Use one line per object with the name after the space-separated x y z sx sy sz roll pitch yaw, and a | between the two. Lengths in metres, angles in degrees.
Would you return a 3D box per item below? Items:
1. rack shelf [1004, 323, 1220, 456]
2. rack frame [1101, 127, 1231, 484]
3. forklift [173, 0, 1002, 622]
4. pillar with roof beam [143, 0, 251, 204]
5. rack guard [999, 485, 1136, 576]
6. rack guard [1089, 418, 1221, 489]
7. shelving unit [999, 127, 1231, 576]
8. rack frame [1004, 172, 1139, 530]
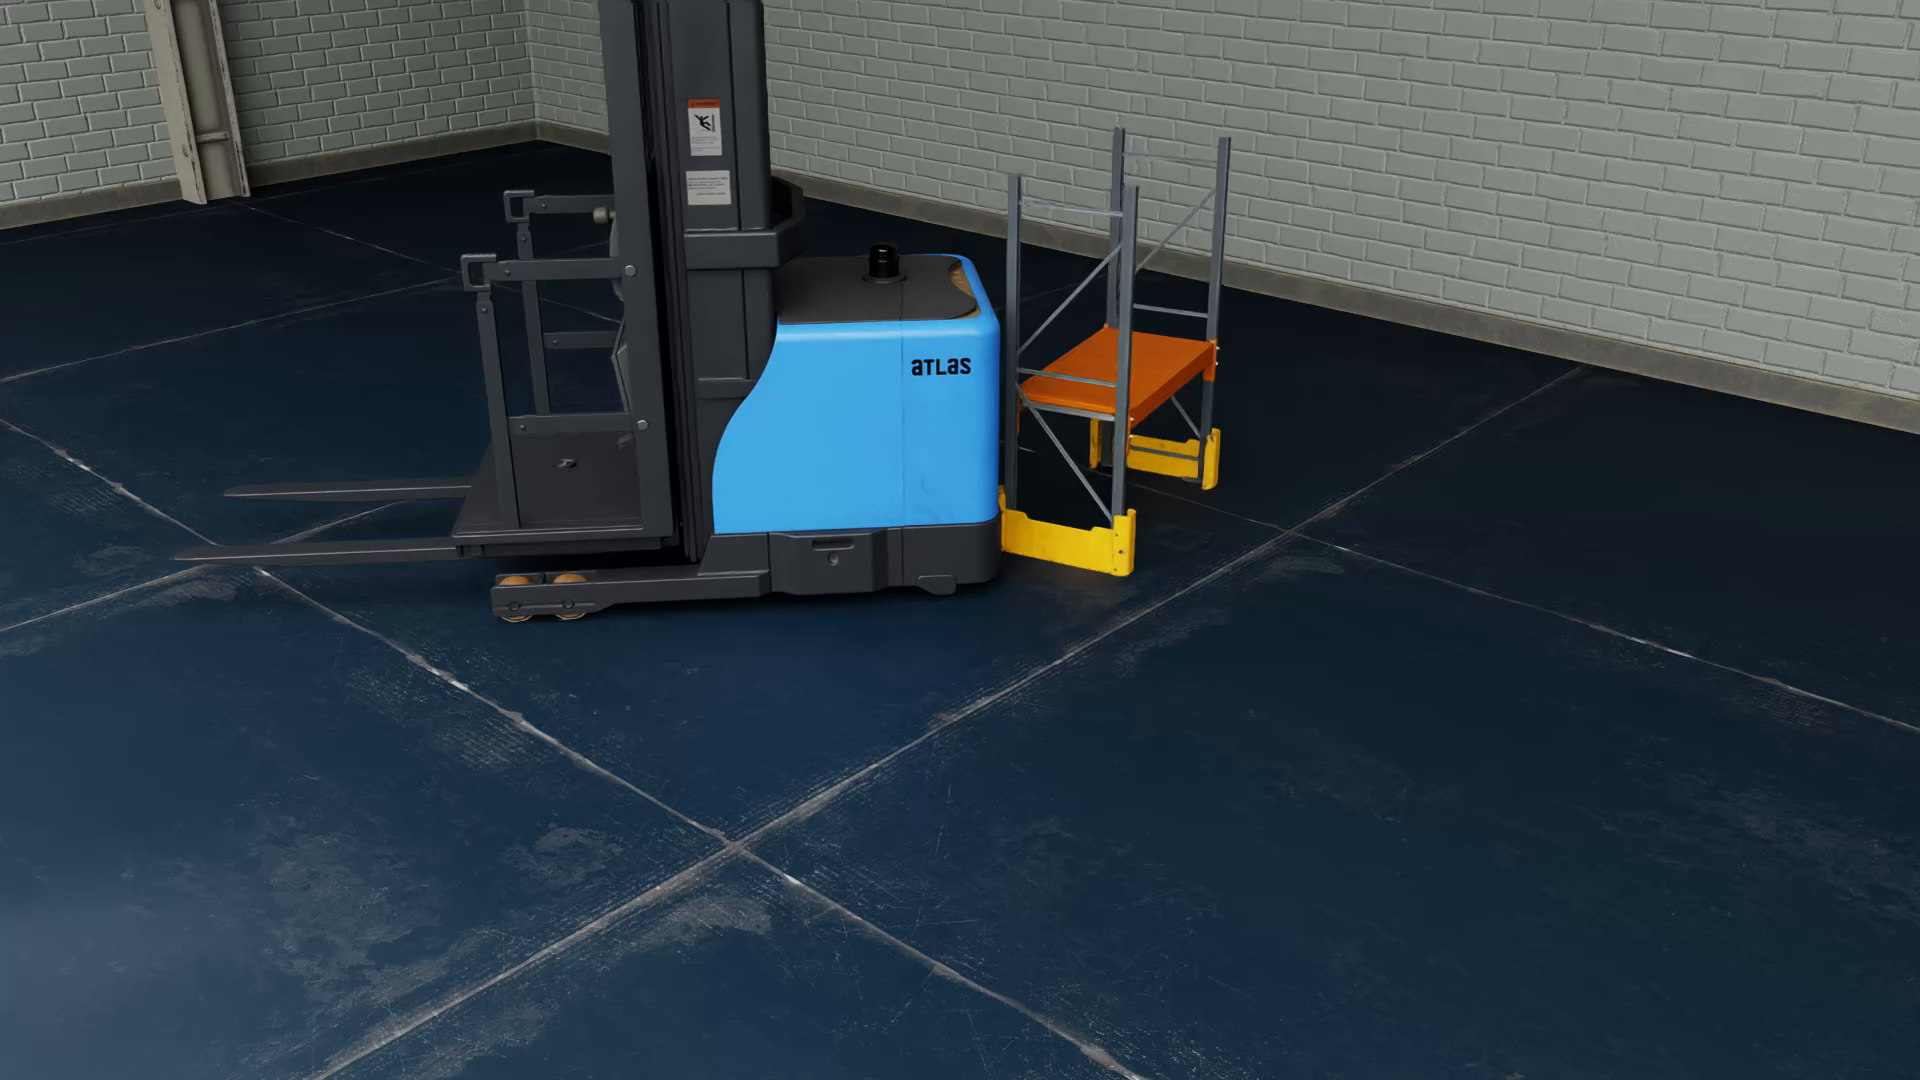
0.634 -0.632 6.766 0.538 0.185 1.000 12 27 24 | rack shelf
0.865 -0.981 7.105 0.500 1.500 0.032 12 27 24 | rack frame
-1.394 -1.264 5.986 3.031 2.935 1.130 -2 24 -5 | forklift
-2.383 -5.508 8.037 9.100 9.000 0.400 20 31 38 | pillar with roof beam
0.404 -0.041 6.535 0.587 0.250 0.087 12 27 24 | rack guard
0.856 -0.404 7.345 0.587 0.250 0.087 12 27 24 | rack guard
0.630 -0.793 6.685 0.587 1.500 1.083 12 27 24 | shelving unit
0.403 -0.611 6.279 0.500 1.500 0.032 12 27 24 | rack frame
